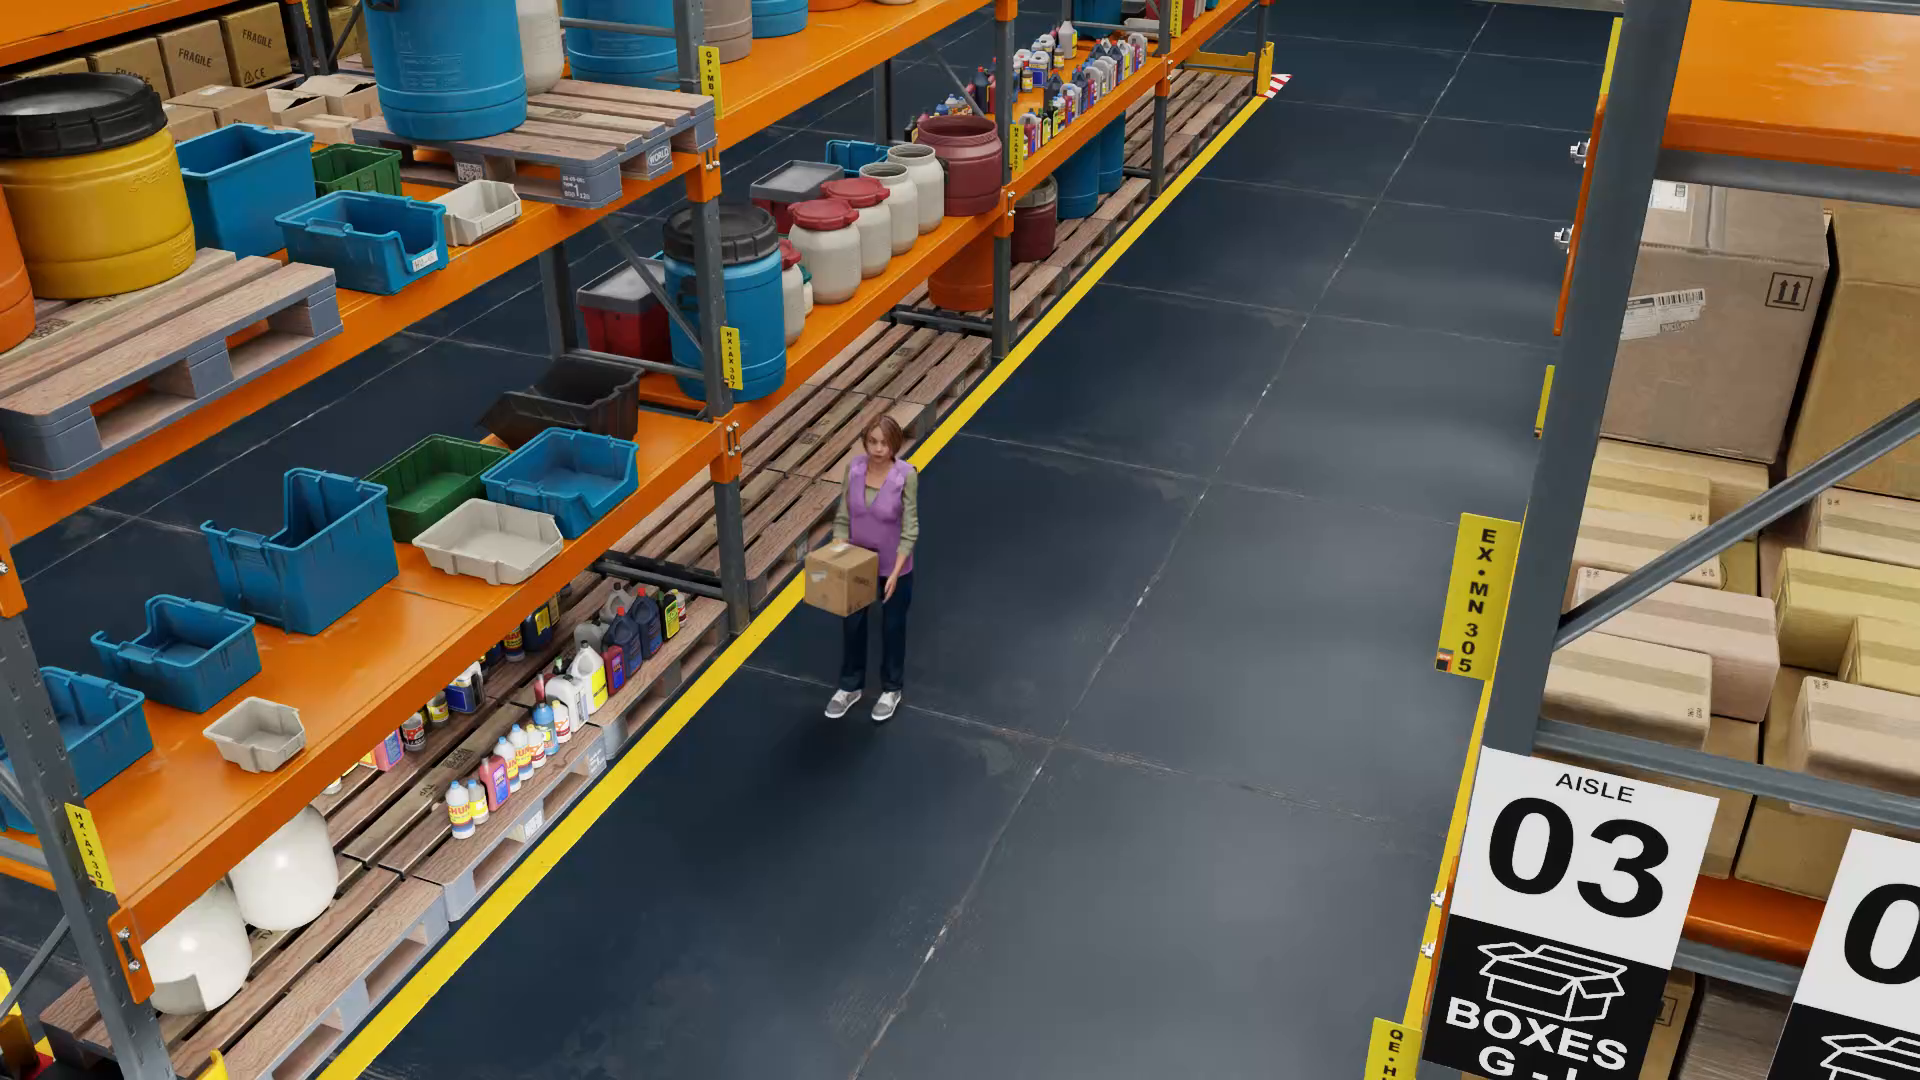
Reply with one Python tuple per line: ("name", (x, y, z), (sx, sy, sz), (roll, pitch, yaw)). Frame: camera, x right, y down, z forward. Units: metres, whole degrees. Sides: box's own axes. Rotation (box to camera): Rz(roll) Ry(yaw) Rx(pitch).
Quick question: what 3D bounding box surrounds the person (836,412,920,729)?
("person", (-0.416, 0.154, 8.098), (0.484, 1.607, 0.403), (-15, 33, -24))
